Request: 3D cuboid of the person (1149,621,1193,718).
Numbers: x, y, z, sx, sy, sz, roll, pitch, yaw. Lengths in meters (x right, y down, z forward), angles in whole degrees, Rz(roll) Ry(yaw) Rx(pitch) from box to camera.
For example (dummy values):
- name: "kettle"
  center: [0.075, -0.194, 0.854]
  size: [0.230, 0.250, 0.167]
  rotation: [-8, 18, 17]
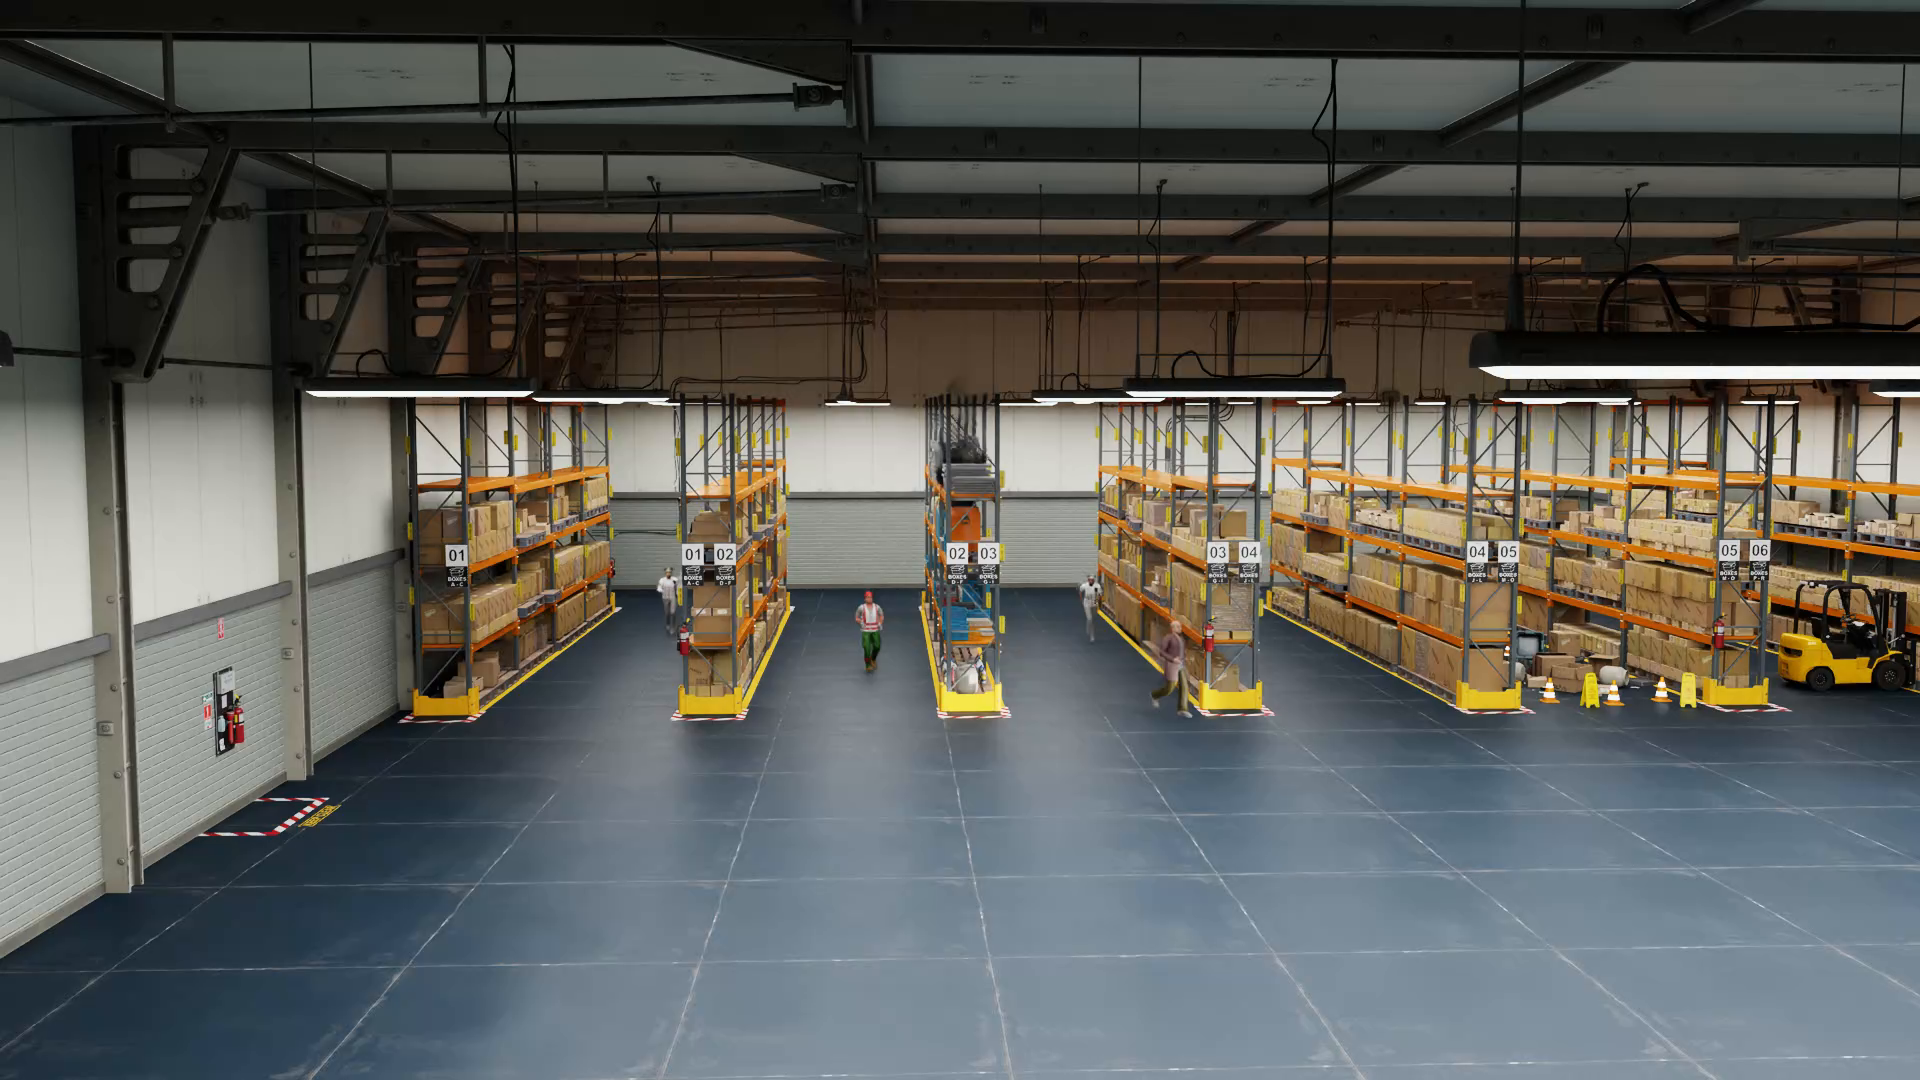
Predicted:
- name: "person"
  center: [4.006, 2.388, 31.054]
  size: [0.741, 1.771, 1.021]
  rotation: [-4, 6, -39]

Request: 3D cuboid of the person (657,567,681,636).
- name: "person"
  center: [-7.415, 1.533, 42.381]
  size: [0.562, 1.707, 0.857]
  rotation: [0, 5, -4]

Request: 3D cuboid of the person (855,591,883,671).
- name: "person"
  center: [-1.939, 1.990, 36.107]
  size: [0.643, 1.740, 0.582]
  rotation: [-1, 5, -13]

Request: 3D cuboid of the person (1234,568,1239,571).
- name: "person"
  center: [8.285, 1.039, 48.774]
  size: [0.677, 1.737, 0.837]
  rotation: [-3, 6, -35]

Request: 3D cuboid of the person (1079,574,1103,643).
- name: "person"
  center: [3.238, 1.657, 41.199]
  size: [0.580, 1.673, 1.040]
  rotation: [-1, 5, -7]
